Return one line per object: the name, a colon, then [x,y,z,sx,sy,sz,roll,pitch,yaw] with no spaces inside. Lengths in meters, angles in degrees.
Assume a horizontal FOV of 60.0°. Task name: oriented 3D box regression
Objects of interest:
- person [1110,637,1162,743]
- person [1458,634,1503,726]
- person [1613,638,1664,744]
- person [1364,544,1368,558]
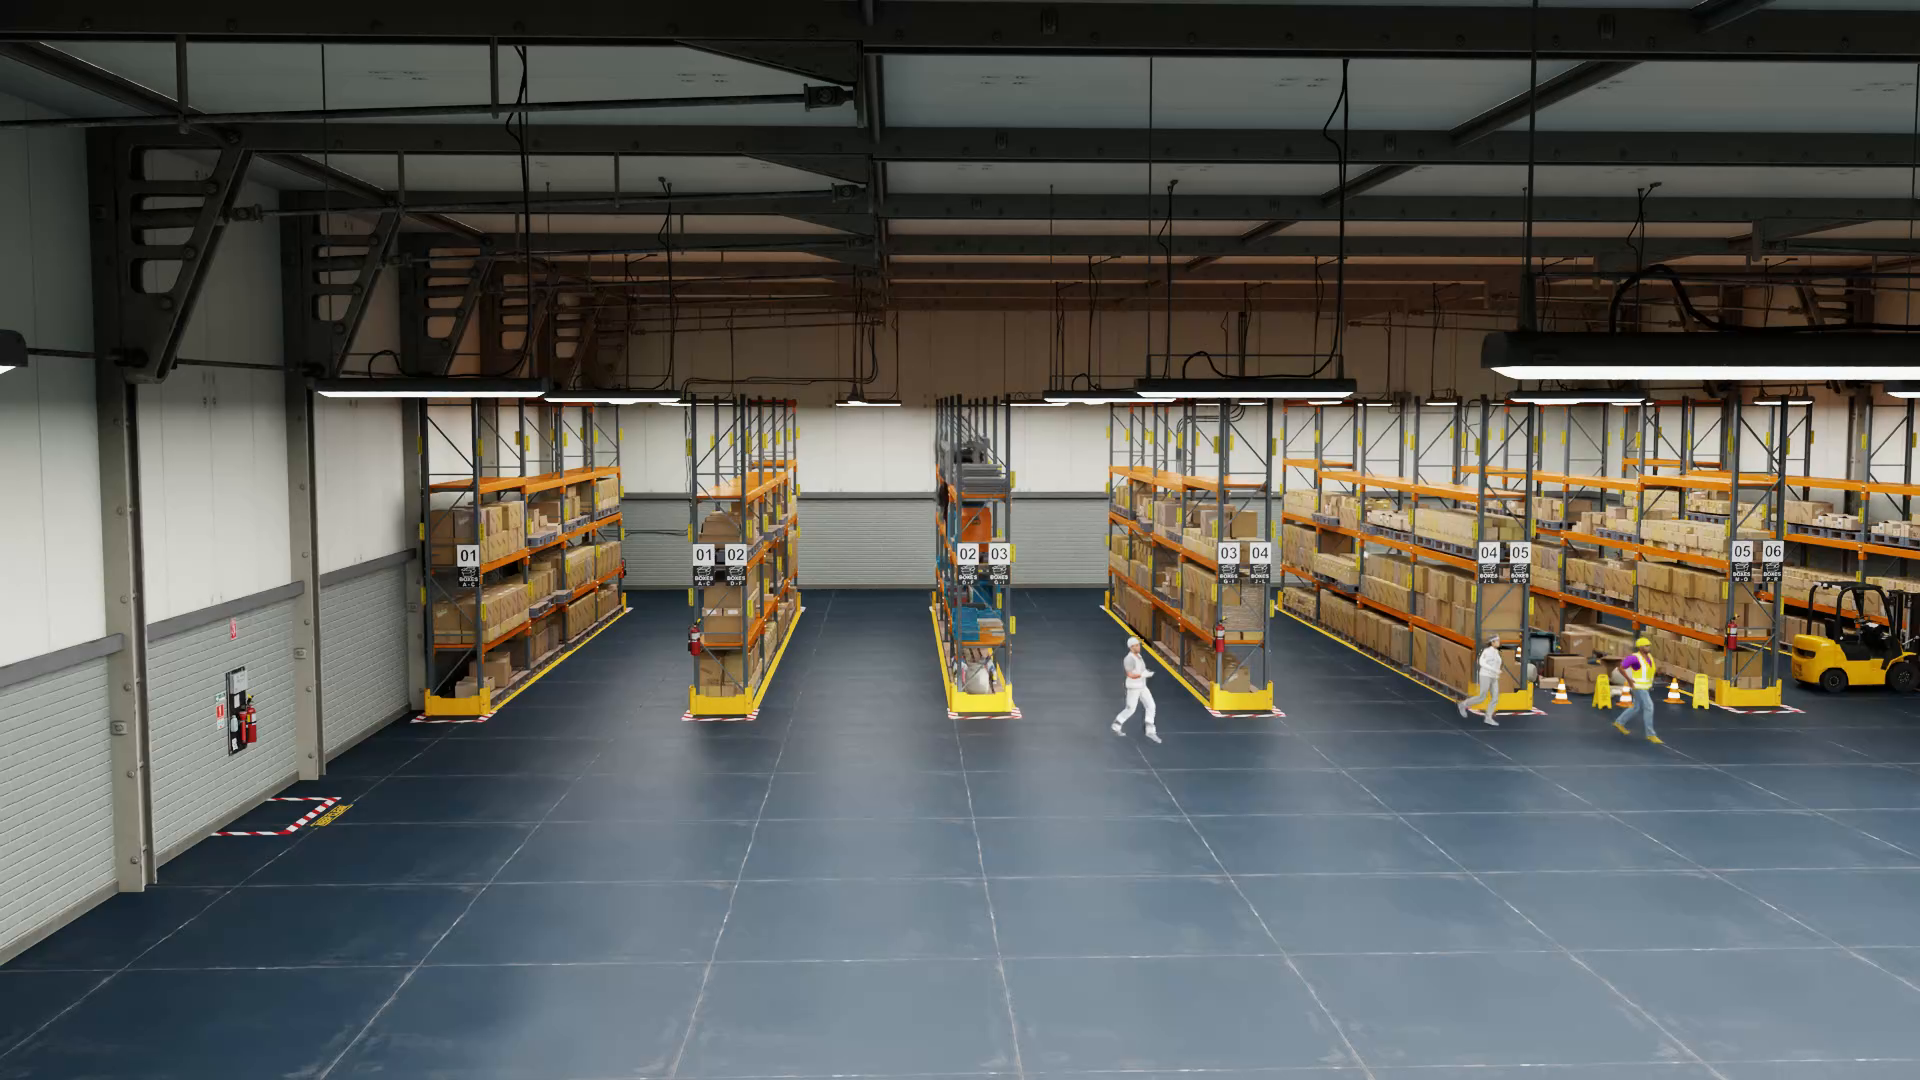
person: [3.050,2.580,28.718,0.893,1.812,0.669,3,5,32]
person: [9.637,2.521,30.448,0.645,1.642,0.824,-4,6,-43]
person: [11.779,2.573,28.763,0.676,1.794,0.909,-4,6,-44]
person: [11.930,0.995,49.136,0.686,1.750,0.704,0,4,0]
